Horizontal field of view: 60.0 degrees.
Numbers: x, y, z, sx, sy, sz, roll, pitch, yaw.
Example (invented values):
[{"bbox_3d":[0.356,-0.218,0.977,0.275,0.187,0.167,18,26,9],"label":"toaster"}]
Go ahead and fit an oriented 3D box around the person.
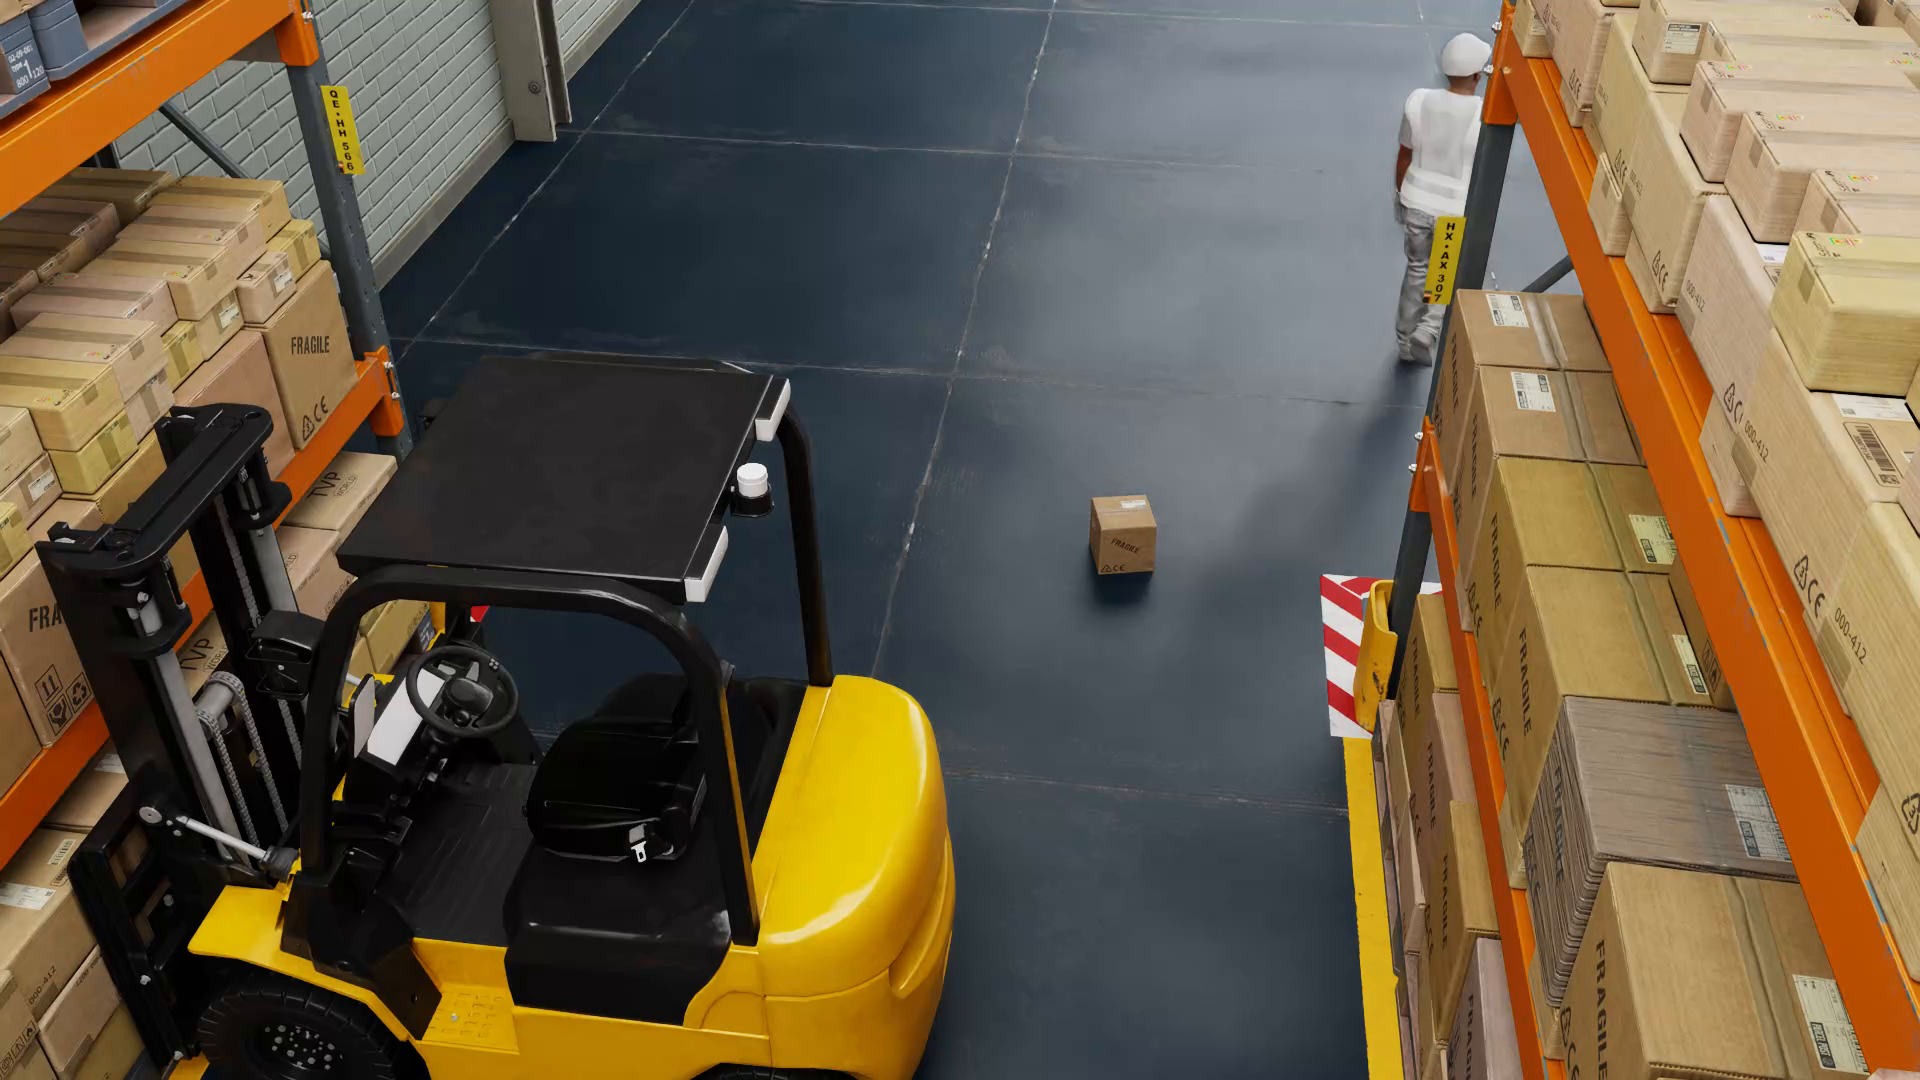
[{"bbox_3d":[2.443,-1.689,8.436,0.551,1.771,0.543,22,41,28],"label":"person"}]
